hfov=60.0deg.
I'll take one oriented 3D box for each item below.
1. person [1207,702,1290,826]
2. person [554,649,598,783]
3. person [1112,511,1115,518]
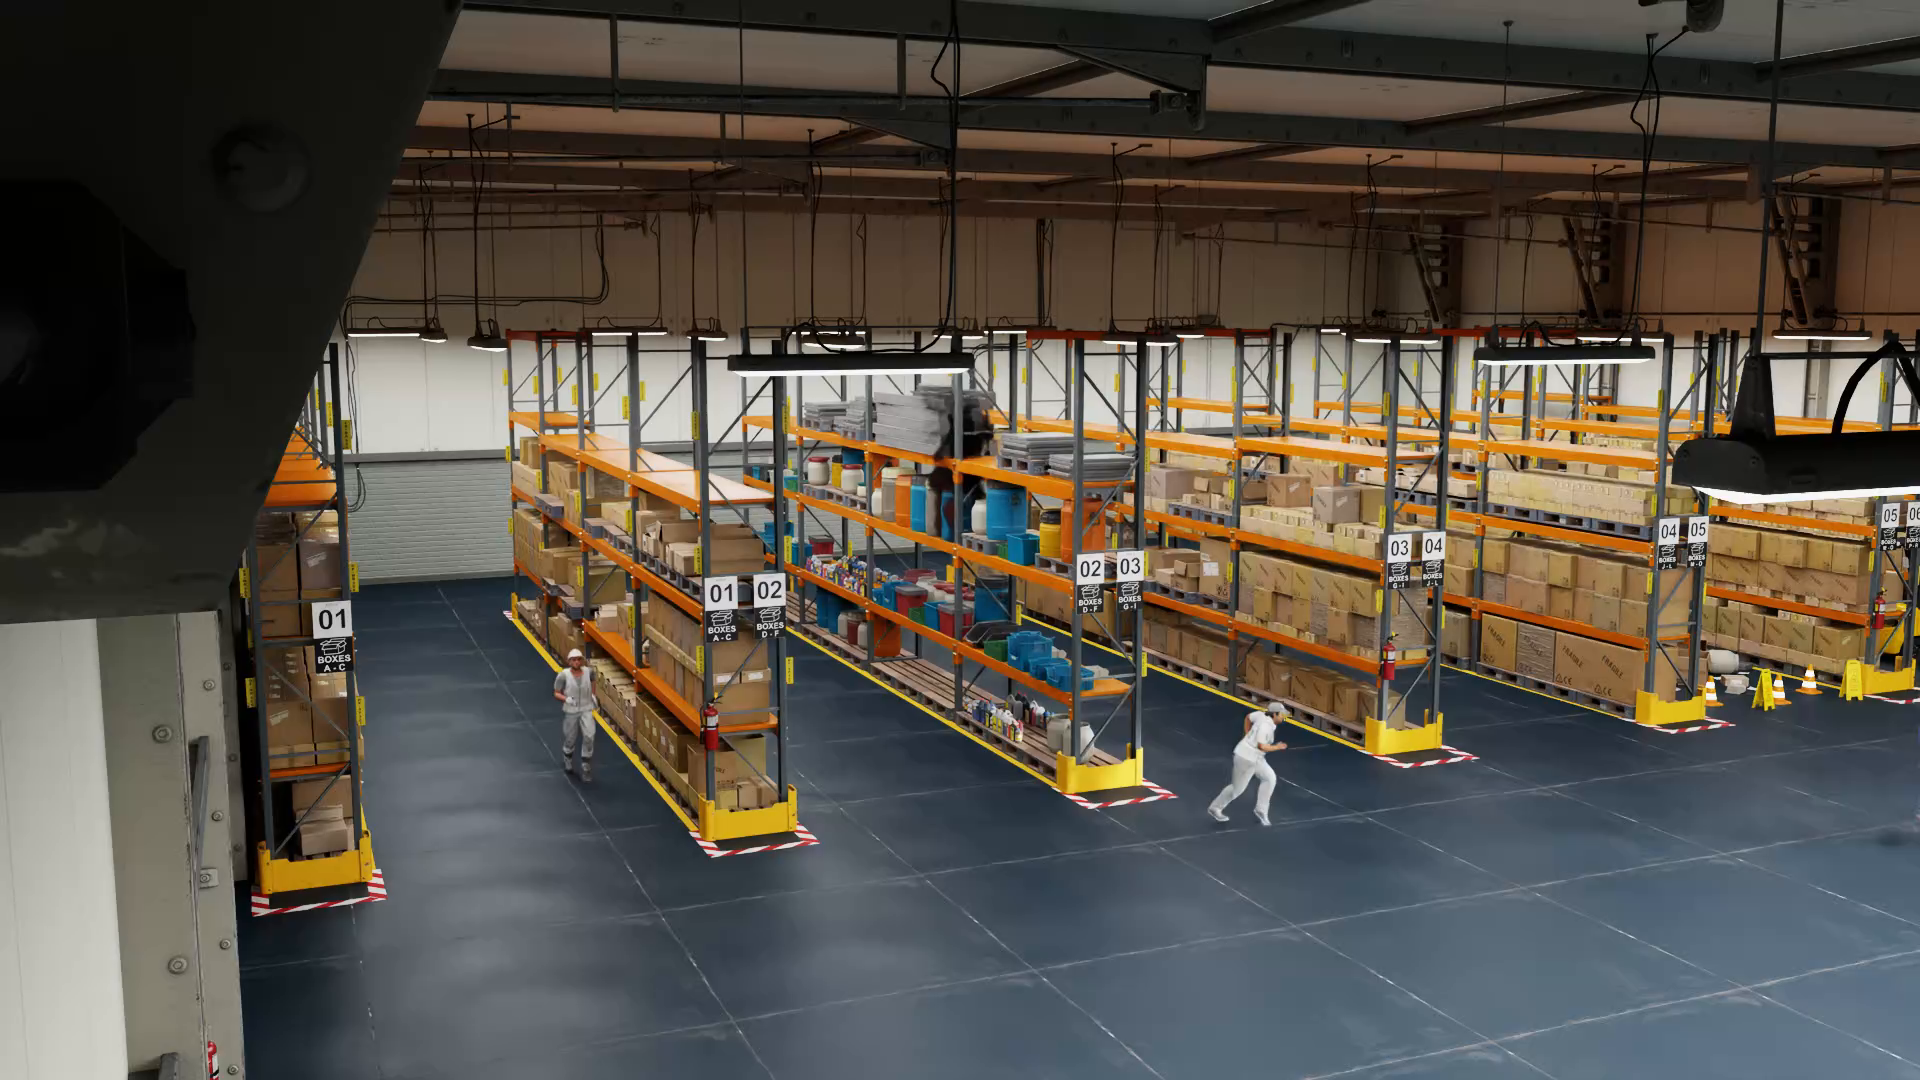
[{"bbox_3d":[3.583,2.787,20.672,0.996,1.617,0.642,1,8,9],"label":"person"},{"bbox_3d":[-5.234,2.377,22.704,0.602,1.838,0.818,-3,8,-22],"label":"person"},{"bbox_3d":[3.927,-0.090,41.475,0.682,1.622,0.539,-4,9,-25],"label":"person"}]
